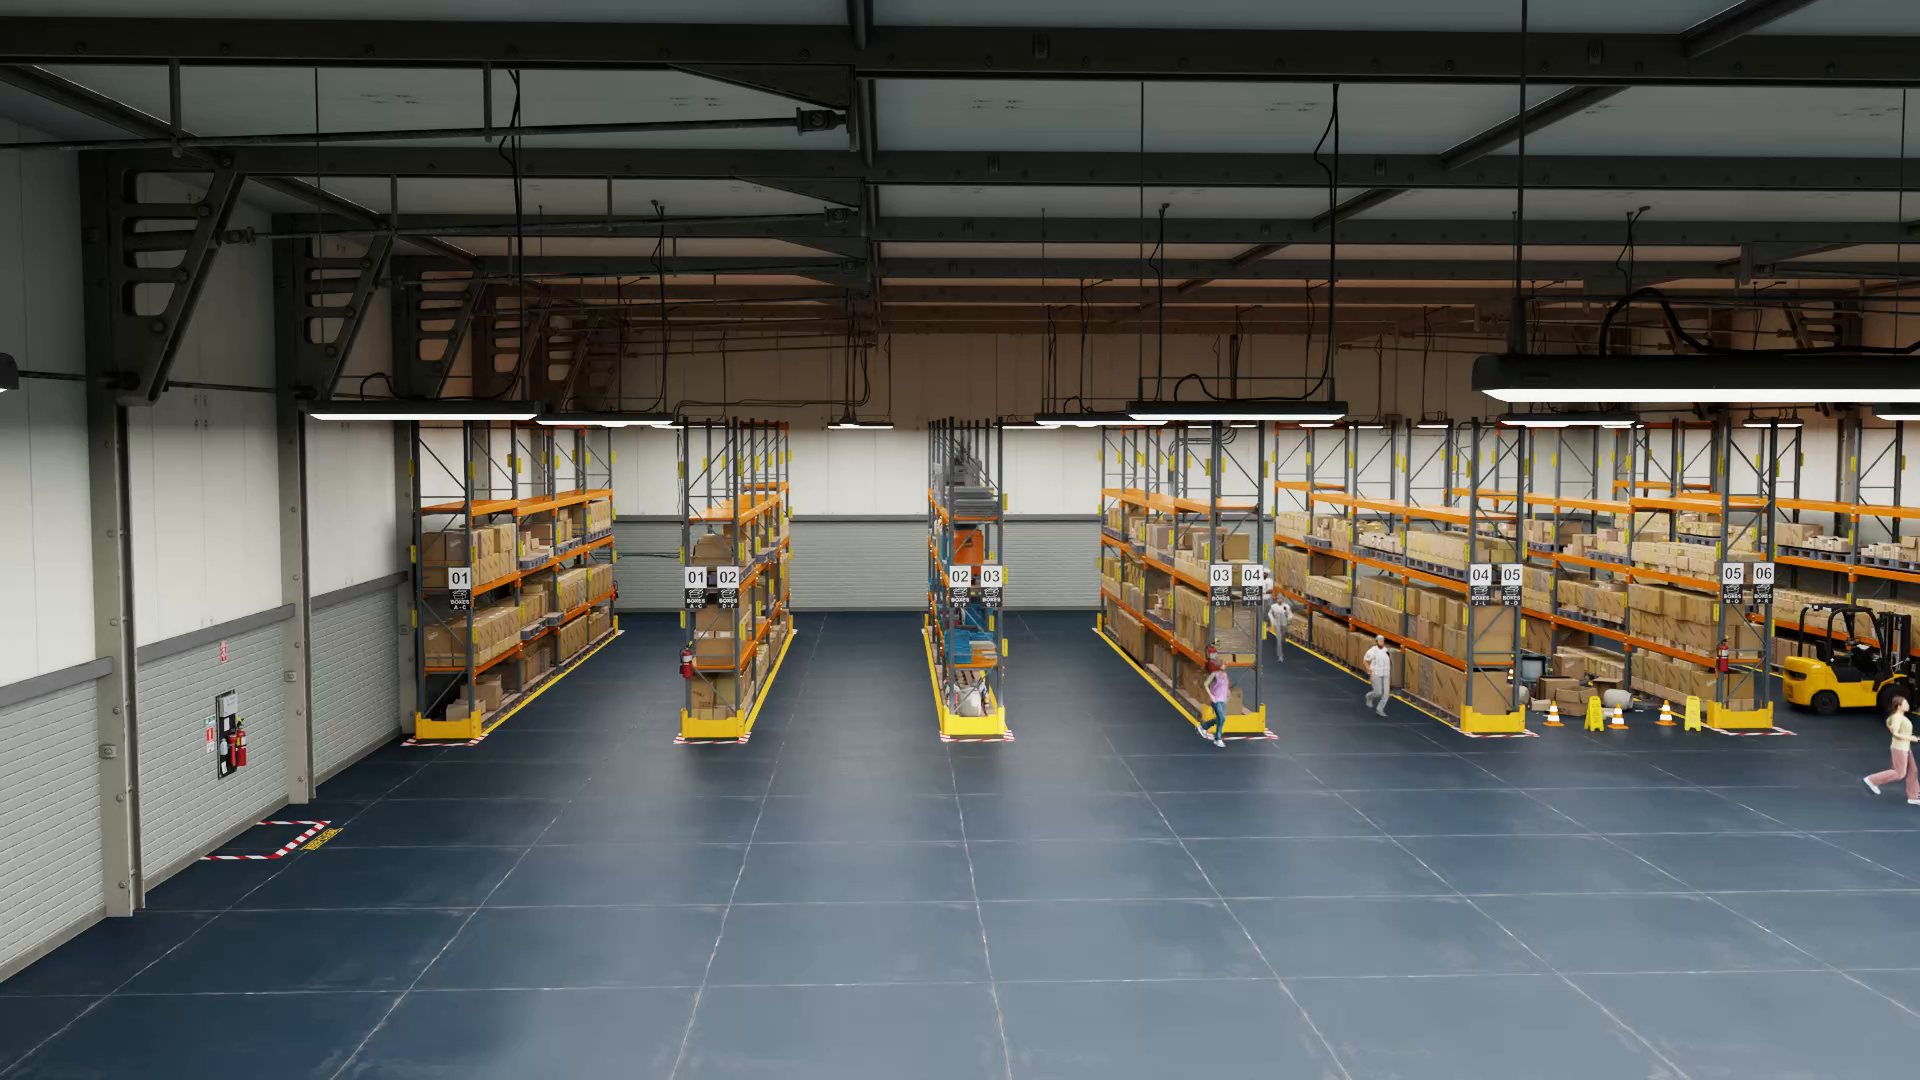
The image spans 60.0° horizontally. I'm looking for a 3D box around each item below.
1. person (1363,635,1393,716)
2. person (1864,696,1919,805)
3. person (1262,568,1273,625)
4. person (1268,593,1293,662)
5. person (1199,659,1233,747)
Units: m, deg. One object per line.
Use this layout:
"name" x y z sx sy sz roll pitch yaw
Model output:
"person" 8.466 2.729 33.605 0.618 1.626 0.553 -1 4 -15
"person" 14.419 3.220 25.537 0.903 1.653 0.578 3 5 35
"person" 8.881 1.691 48.639 0.658 1.757 0.687 -3 5 -39
"person" 8.049 2.167 41.716 0.607 1.700 0.810 0 4 4
"person" 4.693 2.966 30.505 0.644 1.574 0.583 4 5 44
